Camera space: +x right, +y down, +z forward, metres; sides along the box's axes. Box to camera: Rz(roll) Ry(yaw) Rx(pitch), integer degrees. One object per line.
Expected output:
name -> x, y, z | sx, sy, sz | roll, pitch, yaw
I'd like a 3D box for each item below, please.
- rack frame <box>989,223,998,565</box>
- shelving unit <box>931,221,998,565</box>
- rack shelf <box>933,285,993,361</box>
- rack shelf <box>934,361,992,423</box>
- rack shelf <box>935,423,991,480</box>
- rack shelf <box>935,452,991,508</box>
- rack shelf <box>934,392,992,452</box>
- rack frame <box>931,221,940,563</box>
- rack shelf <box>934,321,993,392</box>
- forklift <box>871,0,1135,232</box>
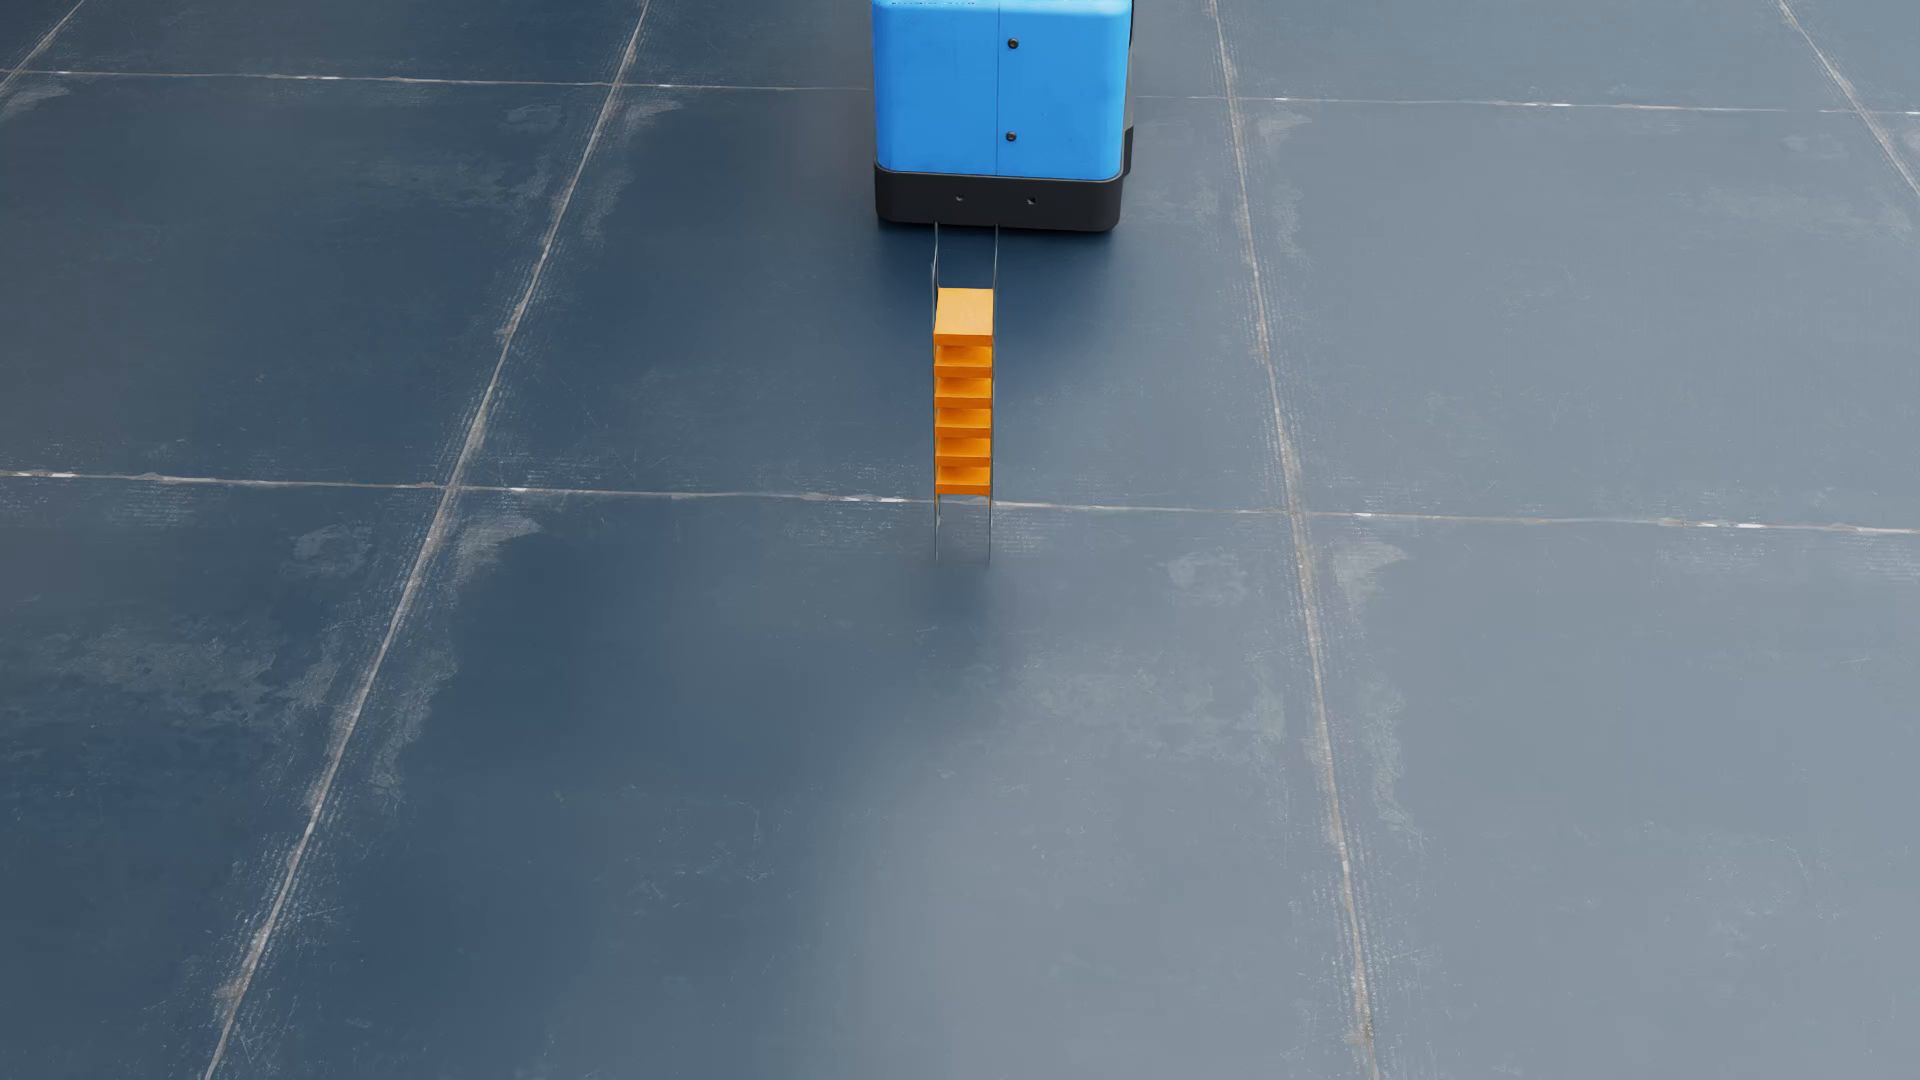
rack frame -> 0.106, -0.436, 5.338 | 0.006, 1.200, 0.240 | 2, 43, 2
shelving unit -> 0.014, -0.439, 5.341 | 0.189, 1.200, 0.258 | 2, 43, 2
rack shelf -> 0.014, -0.669, 5.125 | 0.180, 0.103, 0.258 | 2, 43, 2
rack shelf -> 0.014, -0.494, 5.289 | 0.180, 0.103, 0.258 | 2, 43, 2
rack shelf -> 0.014, -0.318, 5.453 | 0.180, 0.103, 0.258 | 2, 43, 2
rack shelf -> 0.014, -0.230, 5.534 | 0.180, 0.103, 0.258 | 2, 43, 2
rack shelf -> 0.014, -0.406, 5.371 | 0.180, 0.103, 0.258 | 2, 43, 2
rack frame -> -0.077, -0.441, 5.344 | 0.006, 1.200, 0.240 | 2, 43, 2
rack shelf -> 0.014, -0.582, 5.207 | 0.180, 0.103, 0.258 | 2, 43, 2
forklift -> 0.287, -3.380, 7.228 | 1.130, 2.935, 3.031 | 4, 43, 4
